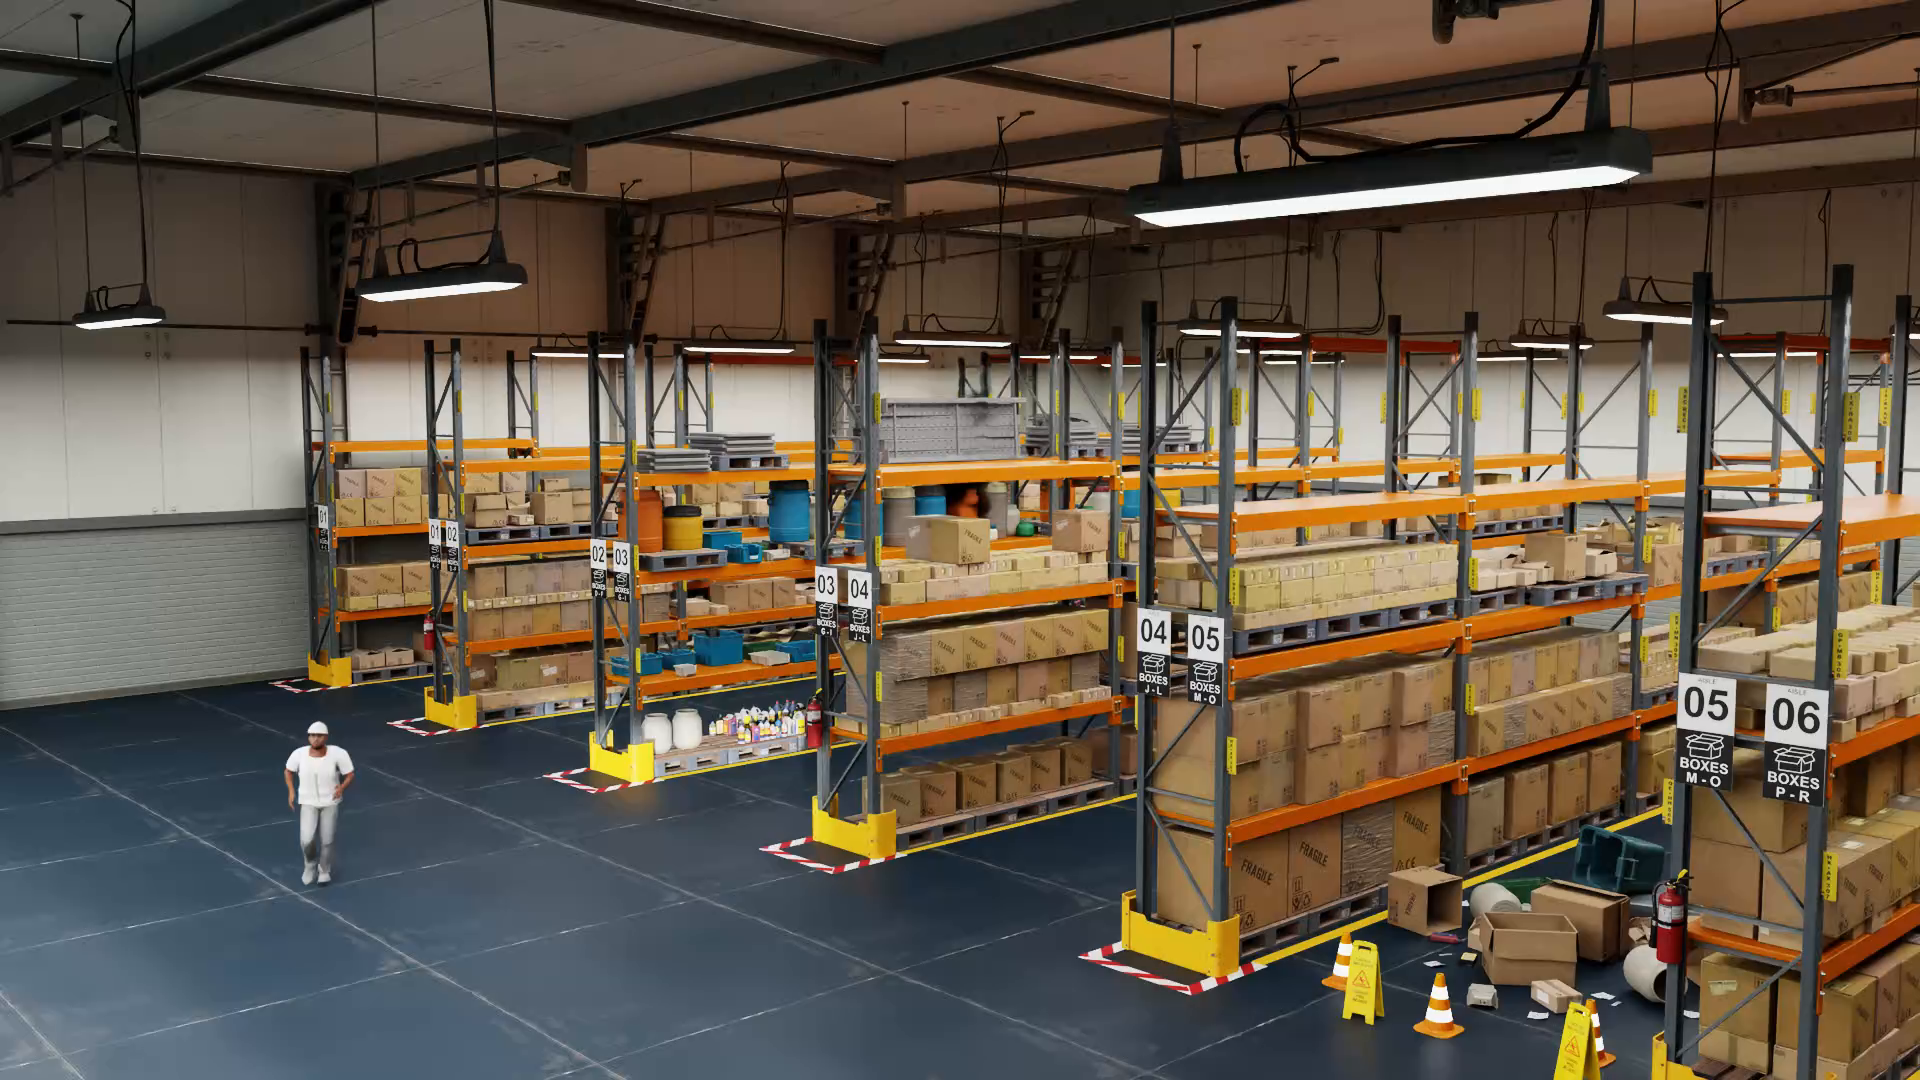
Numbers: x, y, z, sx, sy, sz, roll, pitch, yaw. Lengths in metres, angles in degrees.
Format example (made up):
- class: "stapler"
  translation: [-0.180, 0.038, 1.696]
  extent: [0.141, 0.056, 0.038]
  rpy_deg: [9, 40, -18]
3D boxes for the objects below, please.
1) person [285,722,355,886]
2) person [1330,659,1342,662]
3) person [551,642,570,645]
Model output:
- class: "person"
  translation: [-6.694, 2.764, 17.396]
  extent: [0.700, 1.738, 0.633]
  rpy_deg: [-2, 5, -18]
- class: "person"
  translation: [4.982, 2.393, 22.058]
  extent: [0.677, 1.686, 0.829]
  rpy_deg: [4, 7, 42]
- class: "person"
  translation: [-7.048, 1.686, 29.577]
  extent: [0.669, 1.761, 0.876]
  rpy_deg: [5, 7, 44]
